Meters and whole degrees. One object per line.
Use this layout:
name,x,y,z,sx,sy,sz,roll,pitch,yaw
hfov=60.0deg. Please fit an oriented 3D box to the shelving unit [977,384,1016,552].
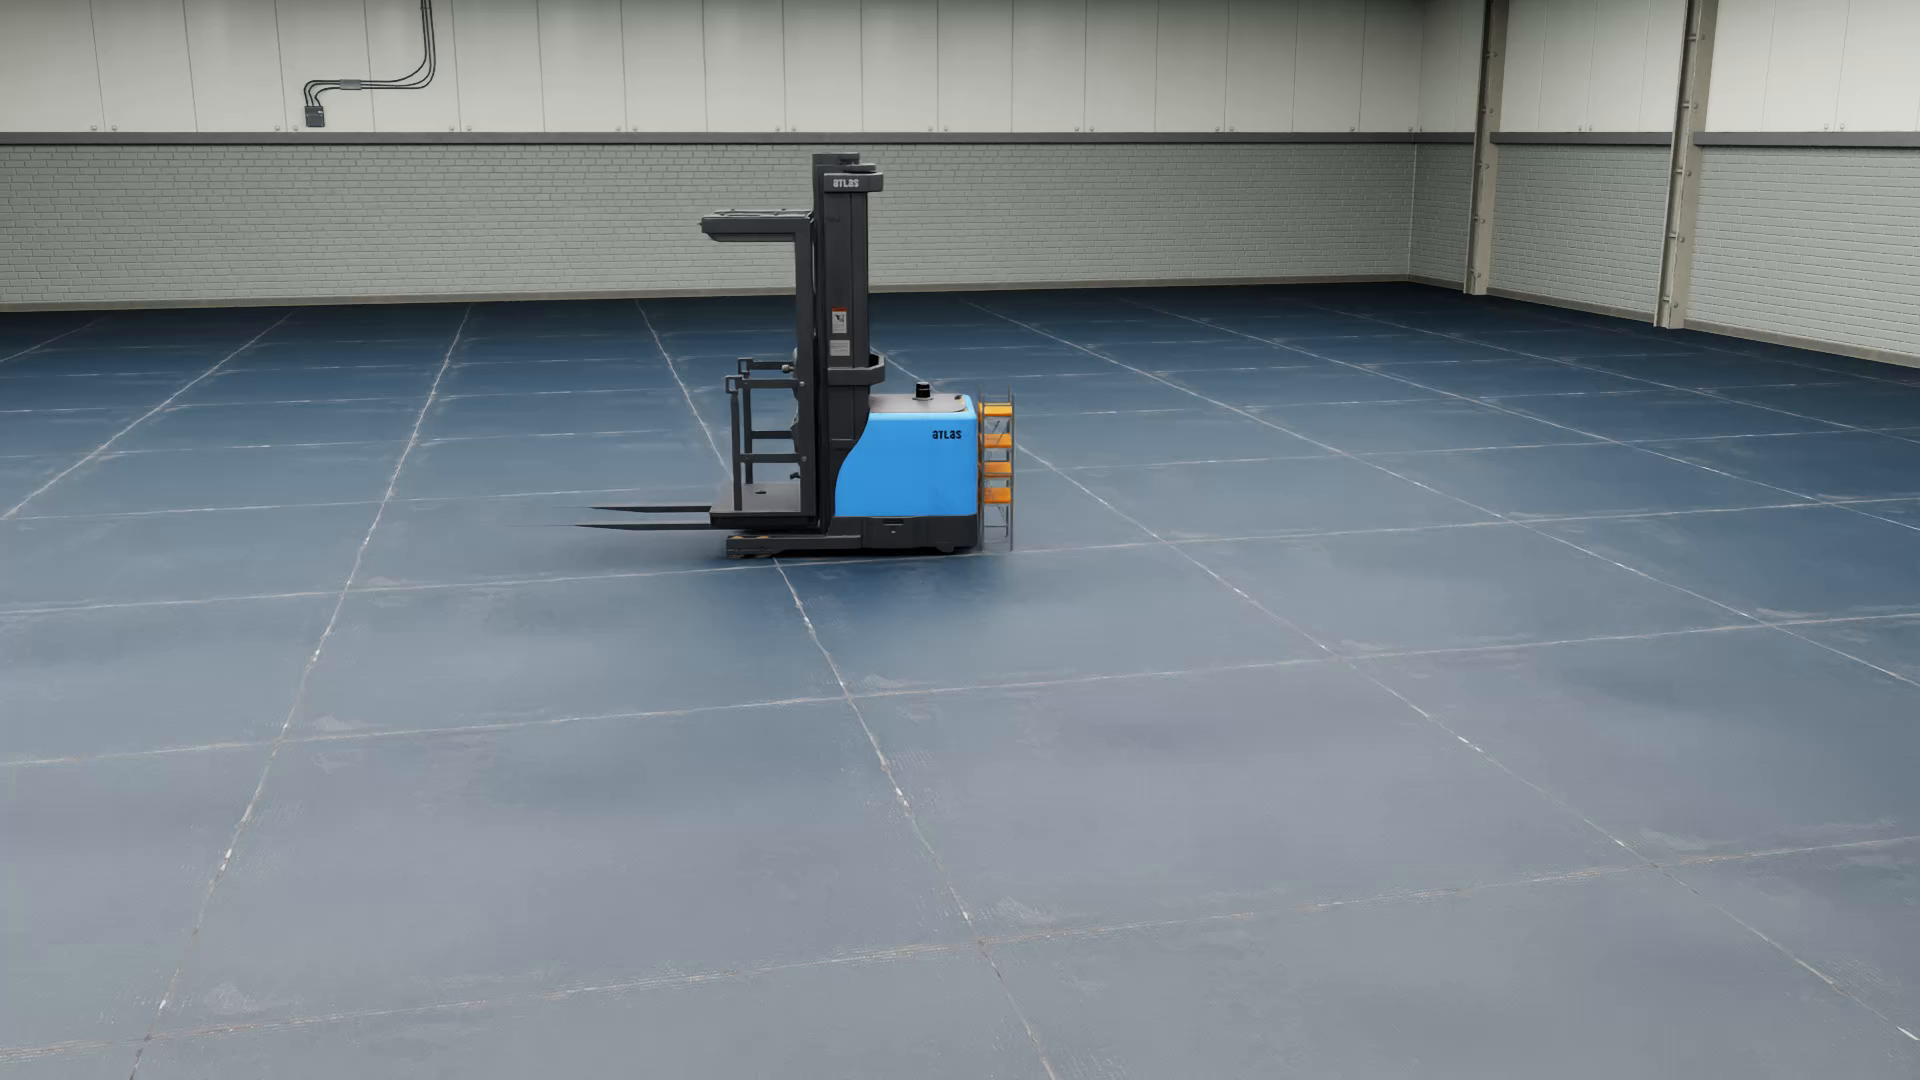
shelving unit,0.273,-0.550,12.646,0.258,1.200,0.503,0,14,-2

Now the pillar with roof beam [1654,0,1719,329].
pillar with roof beam,7.403,-7.611,25.121,9.100,9.000,0.400,-3,14,-13

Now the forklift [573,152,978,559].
forklift,-1.397,-1.414,12.541,3.031,2.935,1.130,-1,14,-2

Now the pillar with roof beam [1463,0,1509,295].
pillar with roof beam,5.994,-8.996,30.786,9.100,9.000,0.400,-3,14,-13

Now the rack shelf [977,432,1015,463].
rack shelf,0.273,-0.702,12.609,0.258,0.148,0.480,0,14,-2

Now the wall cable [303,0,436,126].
wall cable,-10.616,-10.411,29.413,2.305,6.003,0.169,-3,14,-13

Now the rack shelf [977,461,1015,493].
rack shelf,0.272,-0.484,12.662,0.258,0.148,0.480,0,14,-2

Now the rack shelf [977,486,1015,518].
rack shelf,0.272,-0.291,12.710,0.258,0.148,0.480,0,14,-2

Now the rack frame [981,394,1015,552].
rack frame,0.282,-0.492,12.410,0.240,1.200,0.015,0,14,-2

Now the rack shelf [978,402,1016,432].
rack shelf,0.274,-0.931,12.553,0.258,0.148,0.480,0,14,-2

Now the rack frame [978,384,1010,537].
rack frame,0.263,-0.607,12.883,0.240,1.200,0.015,0,14,-2
